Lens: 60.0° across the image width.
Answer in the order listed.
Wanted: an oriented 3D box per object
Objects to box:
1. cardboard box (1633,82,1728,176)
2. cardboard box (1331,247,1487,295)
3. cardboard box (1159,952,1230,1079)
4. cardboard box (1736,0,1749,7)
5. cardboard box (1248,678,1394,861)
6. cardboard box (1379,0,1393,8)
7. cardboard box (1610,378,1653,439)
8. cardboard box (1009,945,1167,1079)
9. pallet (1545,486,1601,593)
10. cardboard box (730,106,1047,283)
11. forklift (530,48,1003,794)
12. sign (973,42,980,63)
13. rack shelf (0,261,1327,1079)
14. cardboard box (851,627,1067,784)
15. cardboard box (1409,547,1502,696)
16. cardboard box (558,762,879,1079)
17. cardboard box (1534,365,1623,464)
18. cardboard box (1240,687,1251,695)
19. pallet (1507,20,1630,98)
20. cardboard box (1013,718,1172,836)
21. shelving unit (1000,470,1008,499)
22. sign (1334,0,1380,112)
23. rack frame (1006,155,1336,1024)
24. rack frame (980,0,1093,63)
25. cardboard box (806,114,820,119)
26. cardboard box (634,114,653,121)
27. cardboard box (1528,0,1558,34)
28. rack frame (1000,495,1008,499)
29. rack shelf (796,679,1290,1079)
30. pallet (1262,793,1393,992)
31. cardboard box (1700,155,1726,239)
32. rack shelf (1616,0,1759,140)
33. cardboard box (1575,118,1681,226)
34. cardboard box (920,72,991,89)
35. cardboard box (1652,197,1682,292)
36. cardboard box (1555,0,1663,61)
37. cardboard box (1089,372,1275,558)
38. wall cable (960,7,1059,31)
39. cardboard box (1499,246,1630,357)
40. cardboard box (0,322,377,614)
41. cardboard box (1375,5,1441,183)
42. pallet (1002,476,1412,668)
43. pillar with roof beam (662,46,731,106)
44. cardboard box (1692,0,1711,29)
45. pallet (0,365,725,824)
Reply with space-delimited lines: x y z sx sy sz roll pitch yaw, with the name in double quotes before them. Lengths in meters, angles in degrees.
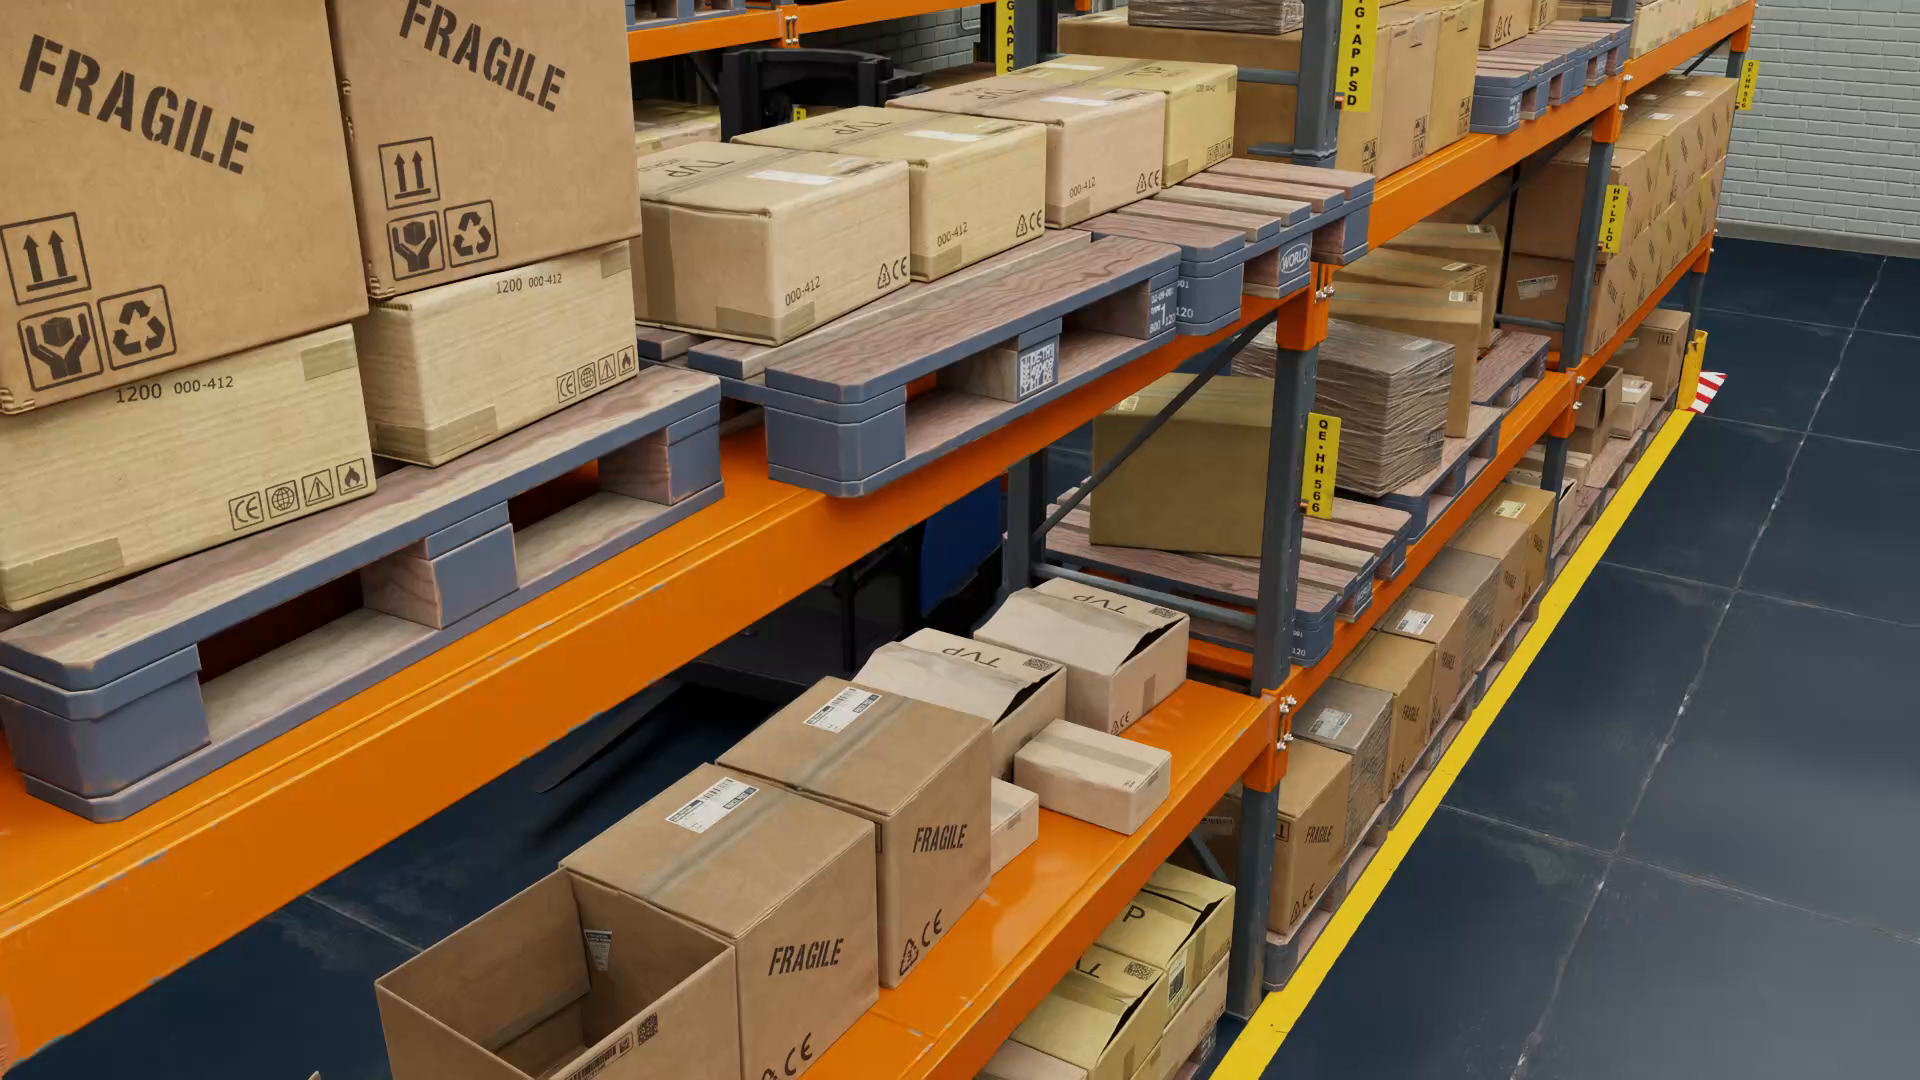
"cardboard box" 4.569 -2.632 10.671 0.500 0.500 0.500 15 27 30
"cardboard box" 1.977 -1.036 7.714 0.700 0.500 0.500 19 30 37
"cardboard box" 0.546 1.492 5.461 0.500 0.250 0.500 15 27 30
"cardboard box" 4.789 -3.585 10.669 0.500 0.250 0.500 14 27 29
"cardboard box" 1.370 0.868 6.563 0.500 0.500 0.500 13 27 27
"cardboard box" 1.120 -2.005 5.447 0.500 0.500 0.500 14 27 29
"cardboard box" 4.232 -0.897 10.953 0.500 0.250 0.500 14 27 29
"cardboard box" 0.280 1.411 4.942 0.500 0.311 0.500 13 27 28
"pallet" 3.089 -0.108 9.734 1.003 0.211 1.213 14 27 29
"cardboard box" -0.148 -0.770 3.638 0.500 0.250 0.500 13 27 28
"forklift" -0.839 -0.609 7.466 1.130 2.935 3.031 10 25 22
"sign" 0.157 -4.095 14.244 0.100 0.325 0.005 14 27 29
"rack shelf" -0.439 -0.177 3.514 1.077 0.370 4.000 14 27 29
"cardboard box" -0.020 0.496 4.941 0.500 0.311 0.500 14 27 28
"cardboard box" 2.176 0.350 7.759 0.500 0.500 0.500 14 27 30
"cardboard box" -0.533 0.895 3.780 0.500 0.500 0.500 14 27 29
"cardboard box" 3.712 -0.848 10.521 0.797 0.503 0.637 14 27 29
"cardboard box" 0.910 0.774 6.778 0.500 0.500 0.500 15 28 31
"pallet" 2.322 -2.241 7.612 1.213 0.211 1.003 14 27 29
"cardboard box" 0.376 0.671 4.741 0.380 0.149 0.250 14 27 29
"shelving unit" 0.014 -0.534 9.567 0.538 1.125 1.048 13 27 28
"sign" 1.083 -1.337 4.537 0.100 0.325 0.005 14 27 29
"rack frame" 0.616 0.194 5.526 1.000 3.000 0.127 14 27 29
"rack frame" 0.625 -3.543 14.159 1.000 3.000 0.127 14 27 29
"cardboard box" -1.185 -2.510 11.395 0.980 0.700 0.700 14 27 30
"cardboard box" -2.219 -2.450 10.164 0.500 0.250 0.500 14 27 30
"cardboard box" 2.397 -2.663 7.569 0.600 0.600 0.600 11 26 24
"rack frame" 0.275 -0.707 9.968 0.500 1.125 0.032 13 27 28
"rack shelf" -0.439 1.199 4.110 1.077 0.370 4.000 14 27 29
"pallet" 1.042 1.230 6.644 1.003 0.211 1.213 14 27 29
"cardboard box" 4.831 -2.344 11.263 0.500 0.500 0.500 15 27 31
"rack shelf" 3.781 -2.878 9.751 1.077 0.370 4.000 14 27 29
"cardboard box" 3.757 -2.109 9.461 0.500 0.500 0.500 13 27 27
"cardboard box" -0.009 -3.259 13.124 0.980 0.700 0.700 14 27 29
"cardboard box" 4.026 -1.831 10.077 0.500 0.500 0.500 13 27 28
"cardboard box" 3.193 -2.576 8.338 0.500 0.250 0.500 14 27 29
"cardboard box" 0.852 -0.281 5.969 0.700 0.500 0.500 5 24 11
"wall cable" 0.497 -4.640 15.413 0.084 1.984 1.851 14 27 29
"cardboard box" 3.226 -1.317 8.891 0.500 0.500 0.500 15 27 30
"cardboard box" -1.161 -0.162 2.234 0.500 0.250 0.500 17 29 34
"cardboard box" 1.086 -1.555 5.665 0.910 0.500 0.500 14 27 29
"pallet" 0.914 0.038 6.127 1.213 0.211 1.003 14 27 29
"pillar with roof beam" 1.807 -4.461 8.729 9.100 9.000 0.400 14 27 29
"cardboard box" 3.986 -3.082 9.507 0.500 0.250 0.500 14 27 29
"pallet" -1.040 -0.045 2.544 0.805 0.209 1.217 13 26 27
